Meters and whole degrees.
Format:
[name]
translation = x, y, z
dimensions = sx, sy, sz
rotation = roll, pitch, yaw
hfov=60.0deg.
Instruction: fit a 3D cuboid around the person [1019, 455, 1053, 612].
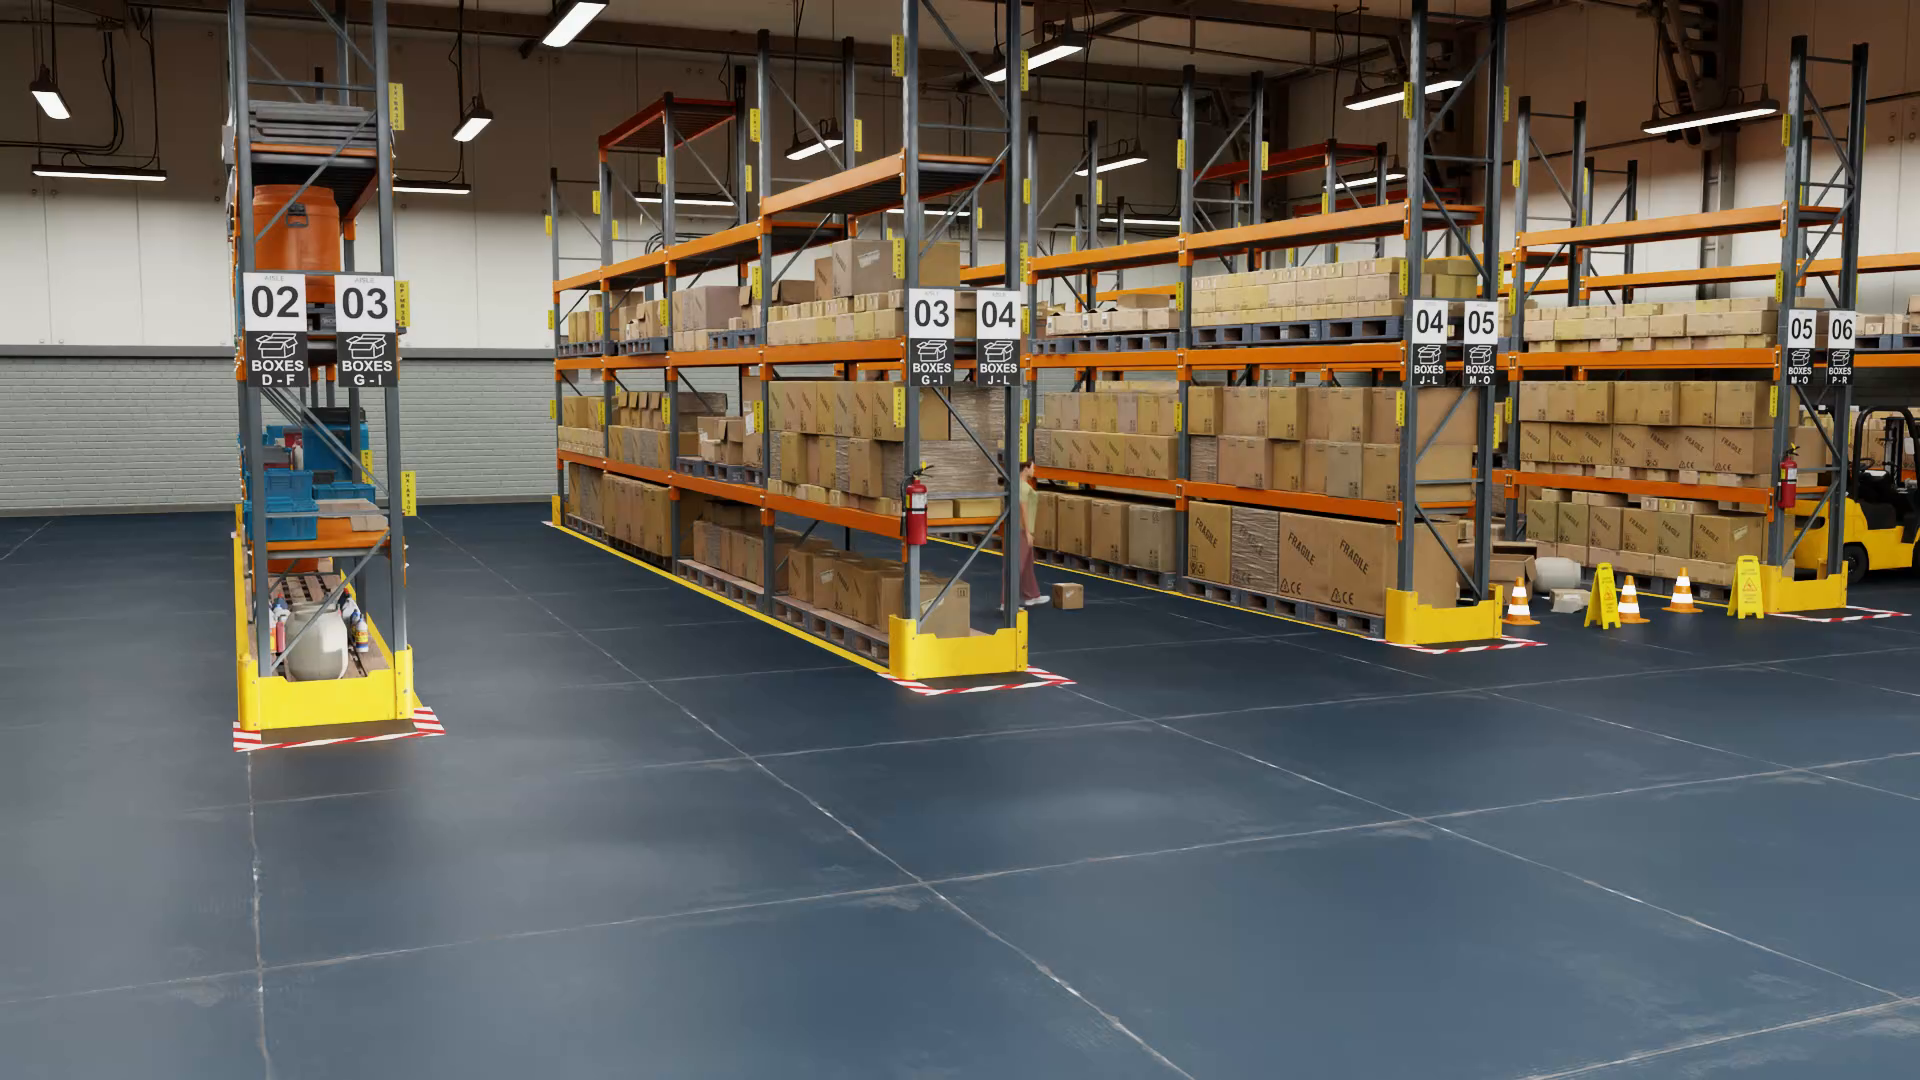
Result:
[person]
translation = 0.797, -0.084, 17.830
dimensions = 0.658, 1.663, 0.521
rotation = -1, 6, -15
